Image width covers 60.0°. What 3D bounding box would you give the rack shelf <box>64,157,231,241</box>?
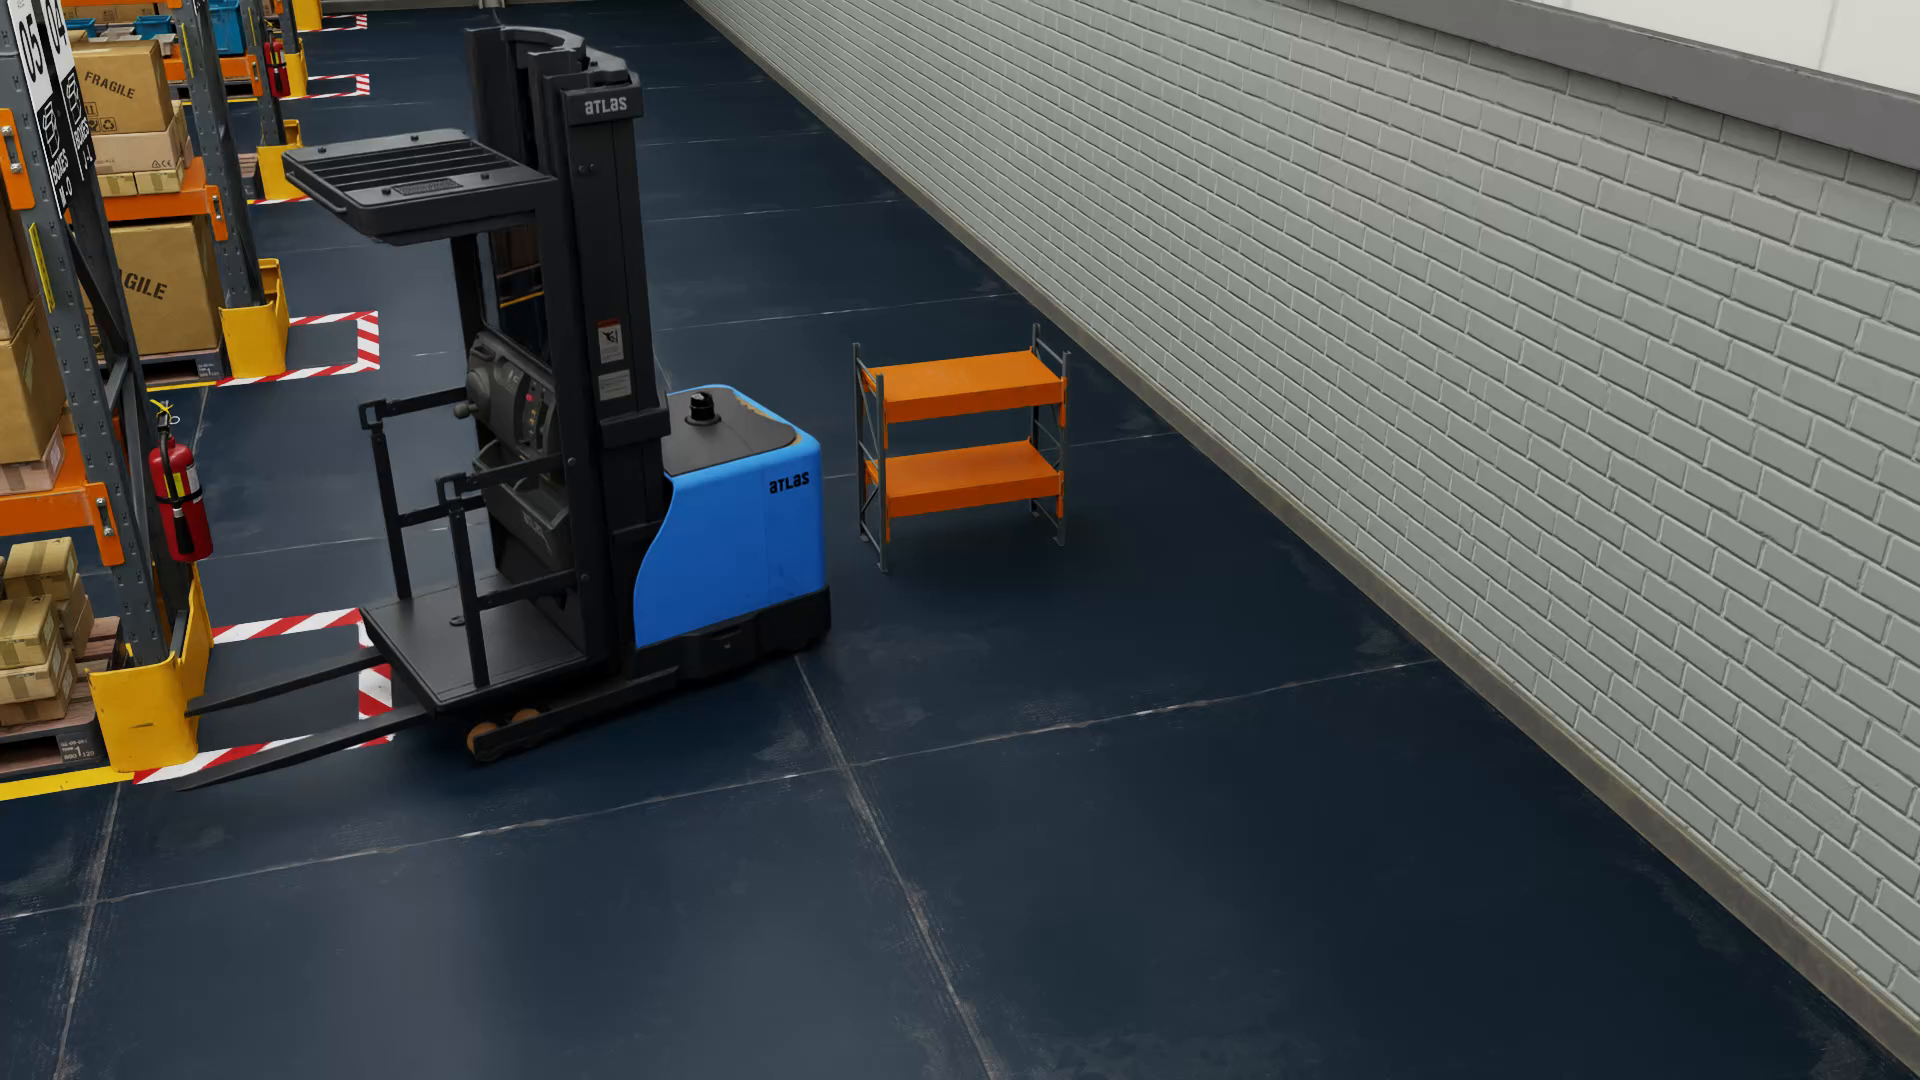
[{"bbox_3d":[-6.965,-2.118,10.953,4.000,0.370,1.077,-8,28,-16],"label":"rack shelf"}]

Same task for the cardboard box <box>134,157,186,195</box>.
[{"bbox_3d":[-5.300,-2.415,11.024,0.250,0.149,0.380,-8,27,-15],"label":"cardboard box"}]

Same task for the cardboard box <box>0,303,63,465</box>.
[{"bbox_3d":[-3.971,-0.612,6.663,0.500,0.500,0.500,-8,27,-15],"label":"cardboard box"}]

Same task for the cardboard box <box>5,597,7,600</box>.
[{"bbox_3d":[-4.479,0.328,7.615,0.250,0.149,0.380,-8,28,-16],"label":"cardboard box"}]

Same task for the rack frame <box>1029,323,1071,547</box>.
[{"bbox_3d":[0.490,-0.575,9.143,0.032,1.125,0.500,-8,28,-16],"label":"rack frame"}]

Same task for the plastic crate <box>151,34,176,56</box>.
[{"bbox_3d":[-7.316,-4.530,15.231,0.243,0.136,0.396,-8,28,-16],"label":"plastic crate"}]

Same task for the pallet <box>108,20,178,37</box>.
[{"bbox_3d":[-11.559,-7.440,24.000,1.213,0.211,1.003,-8,28,-16],"label":"pallet"}]

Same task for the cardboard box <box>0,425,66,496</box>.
[{"bbox_3d":[-3.846,-0.328,6.820,0.250,0.149,0.380,-8,28,-16],"label":"cardboard box"}]

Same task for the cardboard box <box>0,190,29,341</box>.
[{"bbox_3d":[-3.981,-1.063,6.446,0.500,0.500,0.500,-9,28,-17],"label":"cardboard box"}]

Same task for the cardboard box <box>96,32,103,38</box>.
[{"bbox_3d":[-10.146,-5.694,19.659,0.637,0.503,0.797,-8,28,-16],"label":"cardboard box"}]

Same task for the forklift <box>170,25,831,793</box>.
[{"bbox_3d":[-2.133,-0.609,7.182,3.031,2.935,1.130,-18,31,-31],"label":"forklift"}]

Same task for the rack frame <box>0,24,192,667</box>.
[{"bbox_3d":[-3.623,-0.605,7.095,0.127,3.000,1.000,-8,28,-16],"label":"rack frame"}]

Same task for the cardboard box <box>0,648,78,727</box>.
[{"bbox_3d":[-4.059,0.644,7.312,0.250,0.149,0.380,-8,27,-15],"label":"cardboard box"}]

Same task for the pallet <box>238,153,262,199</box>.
[{"bbox_3d":[-7.393,-3.464,15.990,1.213,0.211,1.003,-8,28,-16],"label":"pallet"}]

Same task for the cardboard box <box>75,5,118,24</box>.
[{"bbox_3d":[-12.247,-7.644,23.613,0.500,0.500,0.700,-9,28,-17],"label":"cardboard box"}]

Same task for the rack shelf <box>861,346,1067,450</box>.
[{"bbox_3d":[0.006,-0.767,8.872,1.000,0.278,0.538,-8,28,-16],"label":"rack shelf"}]

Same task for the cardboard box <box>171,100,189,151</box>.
[{"bbox_3d":[-5.603,-2.830,11.412,0.500,0.250,0.500,-9,28,-17],"label":"cardboard box"}]

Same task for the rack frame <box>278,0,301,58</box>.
[{"bbox_3d":[-8.127,-6.905,19.786,0.127,3.000,1.000,-8,28,-16],"label":"rack frame"}]

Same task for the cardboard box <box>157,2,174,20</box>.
[{"bbox_3d":[-11.253,-7.790,23.908,0.500,0.500,0.700,-9,28,-18],"label":"cardboard box"}]

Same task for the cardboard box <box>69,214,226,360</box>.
[{"bbox_3d":[-5.647,-1.831,11.481,0.875,0.875,0.875,-8,28,-16],"label":"cardboard box"}]

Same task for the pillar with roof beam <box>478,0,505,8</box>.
[{"bbox_3d":[-6.032,-10.603,20.489,0.400,9.000,9.100,-8,28,-16],"label":"pillar with roof beam"}]

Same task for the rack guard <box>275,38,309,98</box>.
[{"bbox_3d":[-8.199,-5.775,20.320,0.348,0.500,1.175,-8,28,-16],"label":"rack guard"}]

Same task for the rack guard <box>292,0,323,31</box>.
[{"bbox_3d":[-9.642,-7.883,24.566,0.348,0.500,1.175,-8,28,-16],"label":"rack guard"}]

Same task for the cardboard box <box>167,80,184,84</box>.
[{"bbox_3d":[-9.481,-5.573,19.701,0.500,0.250,0.500,-8,28,-16],"label":"cardboard box"}]

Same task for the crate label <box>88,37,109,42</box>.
[{"bbox_3d":[-7.853,-4.448,15.065,0.243,0.136,0.396,-8,28,-16],"label":"crate label"}]

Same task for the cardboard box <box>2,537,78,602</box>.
[{"bbox_3d":[-4.227,0.146,7.648,0.250,0.149,0.380,-10,28,-18],"label":"cardboard box"}]

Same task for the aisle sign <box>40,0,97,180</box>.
[{"bbox_3d":[-3.647,-1.906,6.793,0.004,0.787,0.394,-8,28,-16],"label":"aisle sign"}]

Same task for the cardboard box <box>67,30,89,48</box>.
[{"bbox_3d":[-6.078,-3.097,11.106,0.500,0.500,0.500,-9,28,-17],"label":"cardboard box"}]

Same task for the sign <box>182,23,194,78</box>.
[{"bbox_3d":[-4.908,-3.109,10.572,0.005,0.325,0.100,-8,28,-16],"label":"sign"}]

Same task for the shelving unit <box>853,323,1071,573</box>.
[{"bbox_3d":[0.006,-0.505,9.002,1.048,1.125,0.538,-8,28,-16],"label":"shelving unit"}]

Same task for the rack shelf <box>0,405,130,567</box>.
[{"bbox_3d":[-5.525,-0.007,6.701,4.000,0.370,1.077,-8,28,-16],"label":"rack shelf"}]

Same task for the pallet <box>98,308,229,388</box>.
[{"bbox_3d":[-5.799,-1.324,11.679,1.213,0.211,1.003,-8,28,-16],"label":"pallet"}]

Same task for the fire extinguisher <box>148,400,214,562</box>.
[{"bbox_3d":[-3.241,-0.243,6.872,0.183,0.674,0.296,-8,28,-16],"label":"fire extinguisher"}]

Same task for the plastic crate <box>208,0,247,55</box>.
[{"bbox_3d":[-6.857,-4.728,15.293,0.499,0.435,0.616,-8,28,-16],"label":"plastic crate"}]

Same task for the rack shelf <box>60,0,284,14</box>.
[{"bbox_3d":[-10.029,-6.307,19.391,4.000,0.370,1.077,-8,28,-16],"label":"rack shelf"}]

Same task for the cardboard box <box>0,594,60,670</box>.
[{"bbox_3d":[-4.048,0.397,7.141,0.250,0.149,0.380,-8,27,-16],"label":"cardboard box"}]

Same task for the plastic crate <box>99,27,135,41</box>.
[{"bbox_3d":[-7.909,-4.722,15.616,0.298,0.136,0.250,-8,28,-16],"label":"plastic crate"}]

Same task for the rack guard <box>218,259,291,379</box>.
[{"bbox_3d":[-5.040,-1.600,11.910,0.348,0.500,1.175,-8,28,-16],"label":"rack guard"}]
